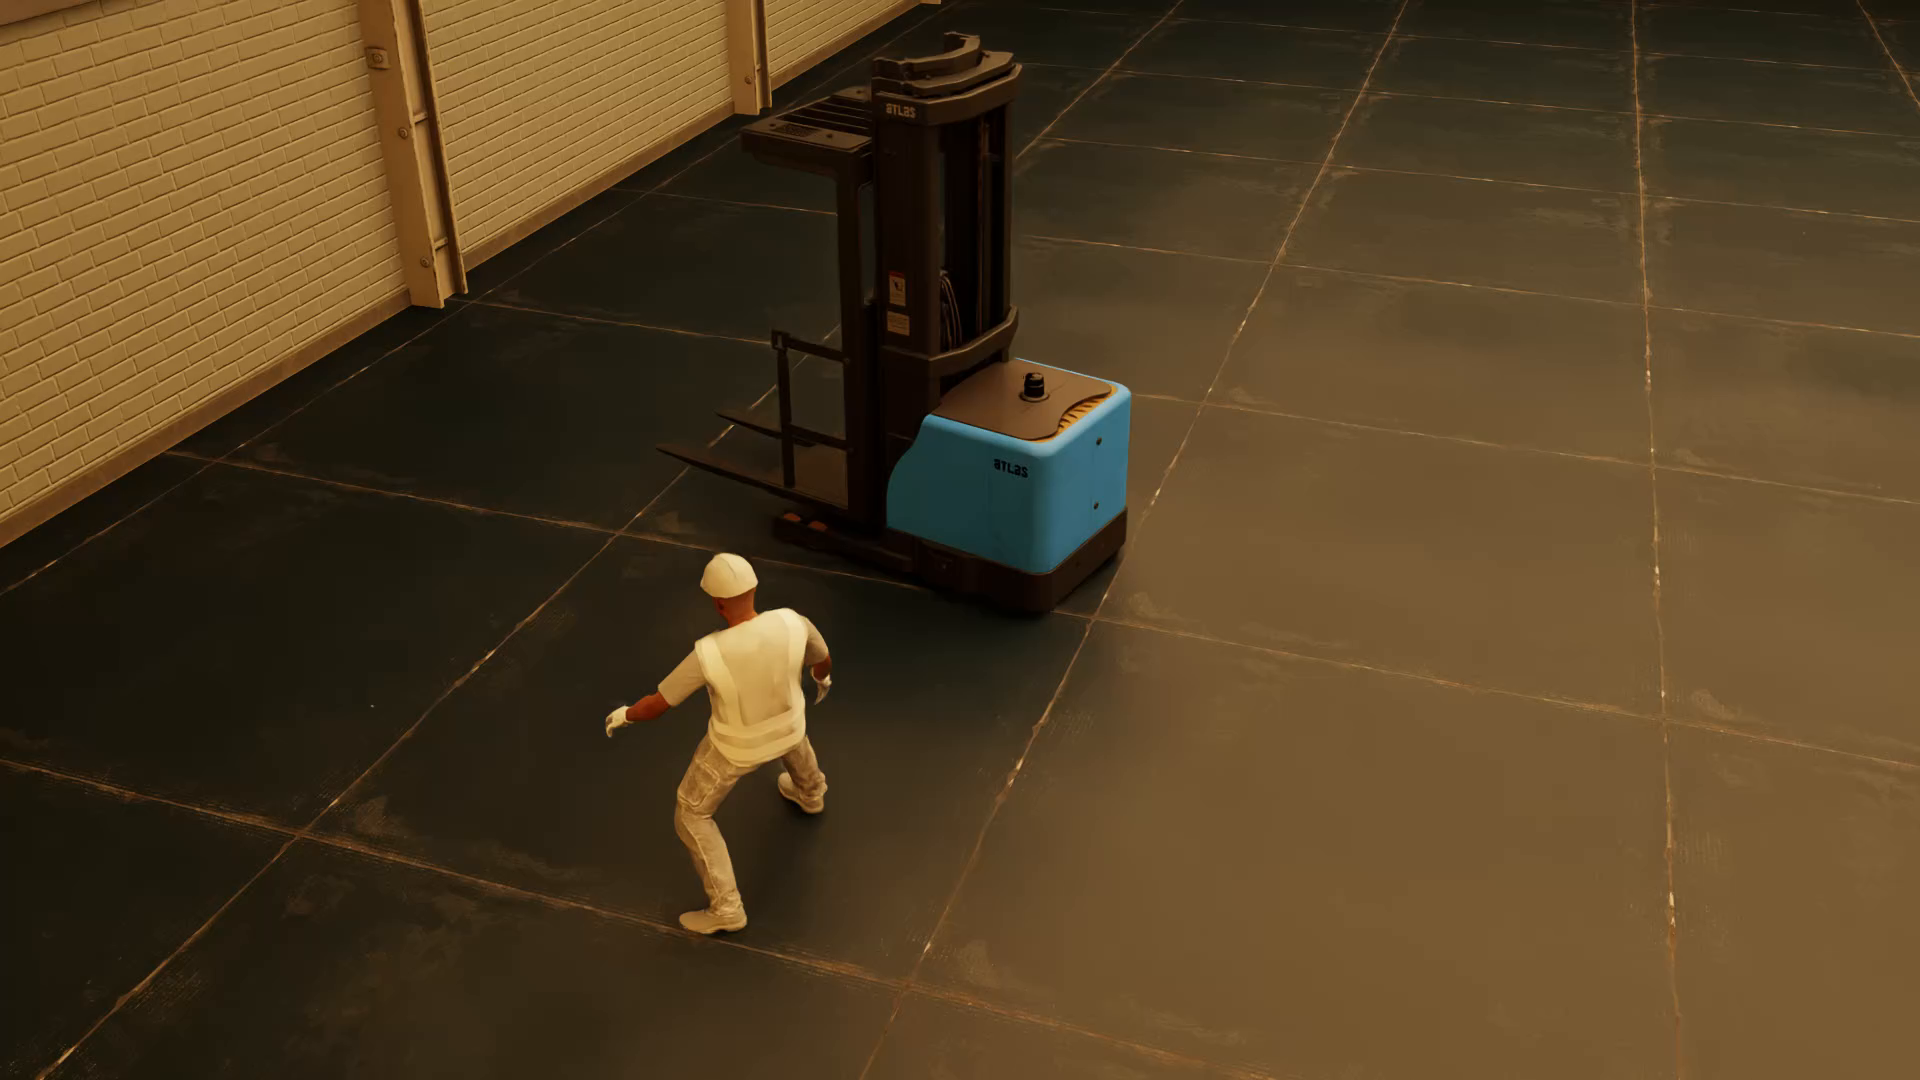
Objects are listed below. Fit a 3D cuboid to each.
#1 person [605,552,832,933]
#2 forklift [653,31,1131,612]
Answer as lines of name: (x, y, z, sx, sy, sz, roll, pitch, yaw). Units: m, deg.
person: (-0.965, 0.773, 7.134, 1.013, 1.639, 0.780, -17, 34, -27)
forklift: (-0.526, -1.417, 9.622, 3.031, 2.935, 1.130, 18, 34, 28)
